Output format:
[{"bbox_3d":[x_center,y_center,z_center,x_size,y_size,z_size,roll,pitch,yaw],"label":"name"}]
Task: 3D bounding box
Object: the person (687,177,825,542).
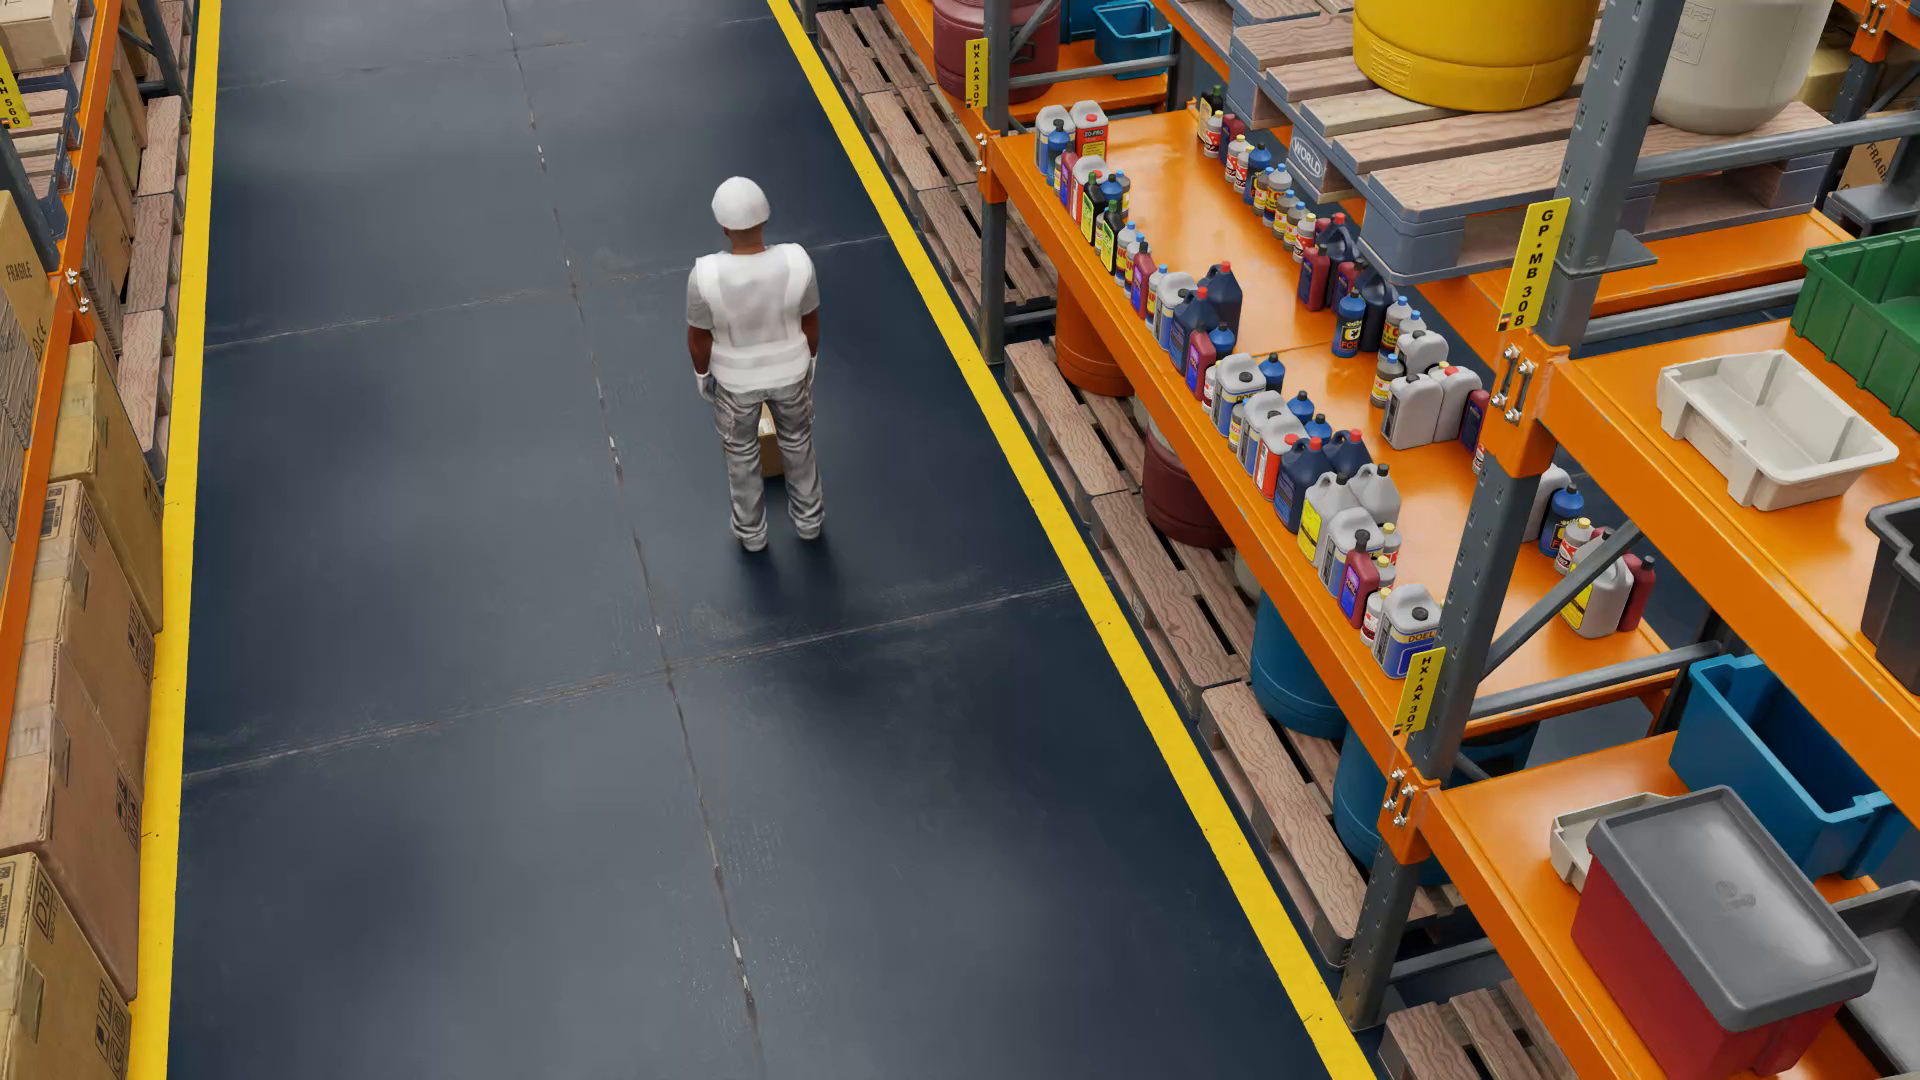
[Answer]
[{"bbox_3d":[-0.841,-0.732,6.918,0.542,1.718,0.349,-11,43,-12],"label":"person"}]
